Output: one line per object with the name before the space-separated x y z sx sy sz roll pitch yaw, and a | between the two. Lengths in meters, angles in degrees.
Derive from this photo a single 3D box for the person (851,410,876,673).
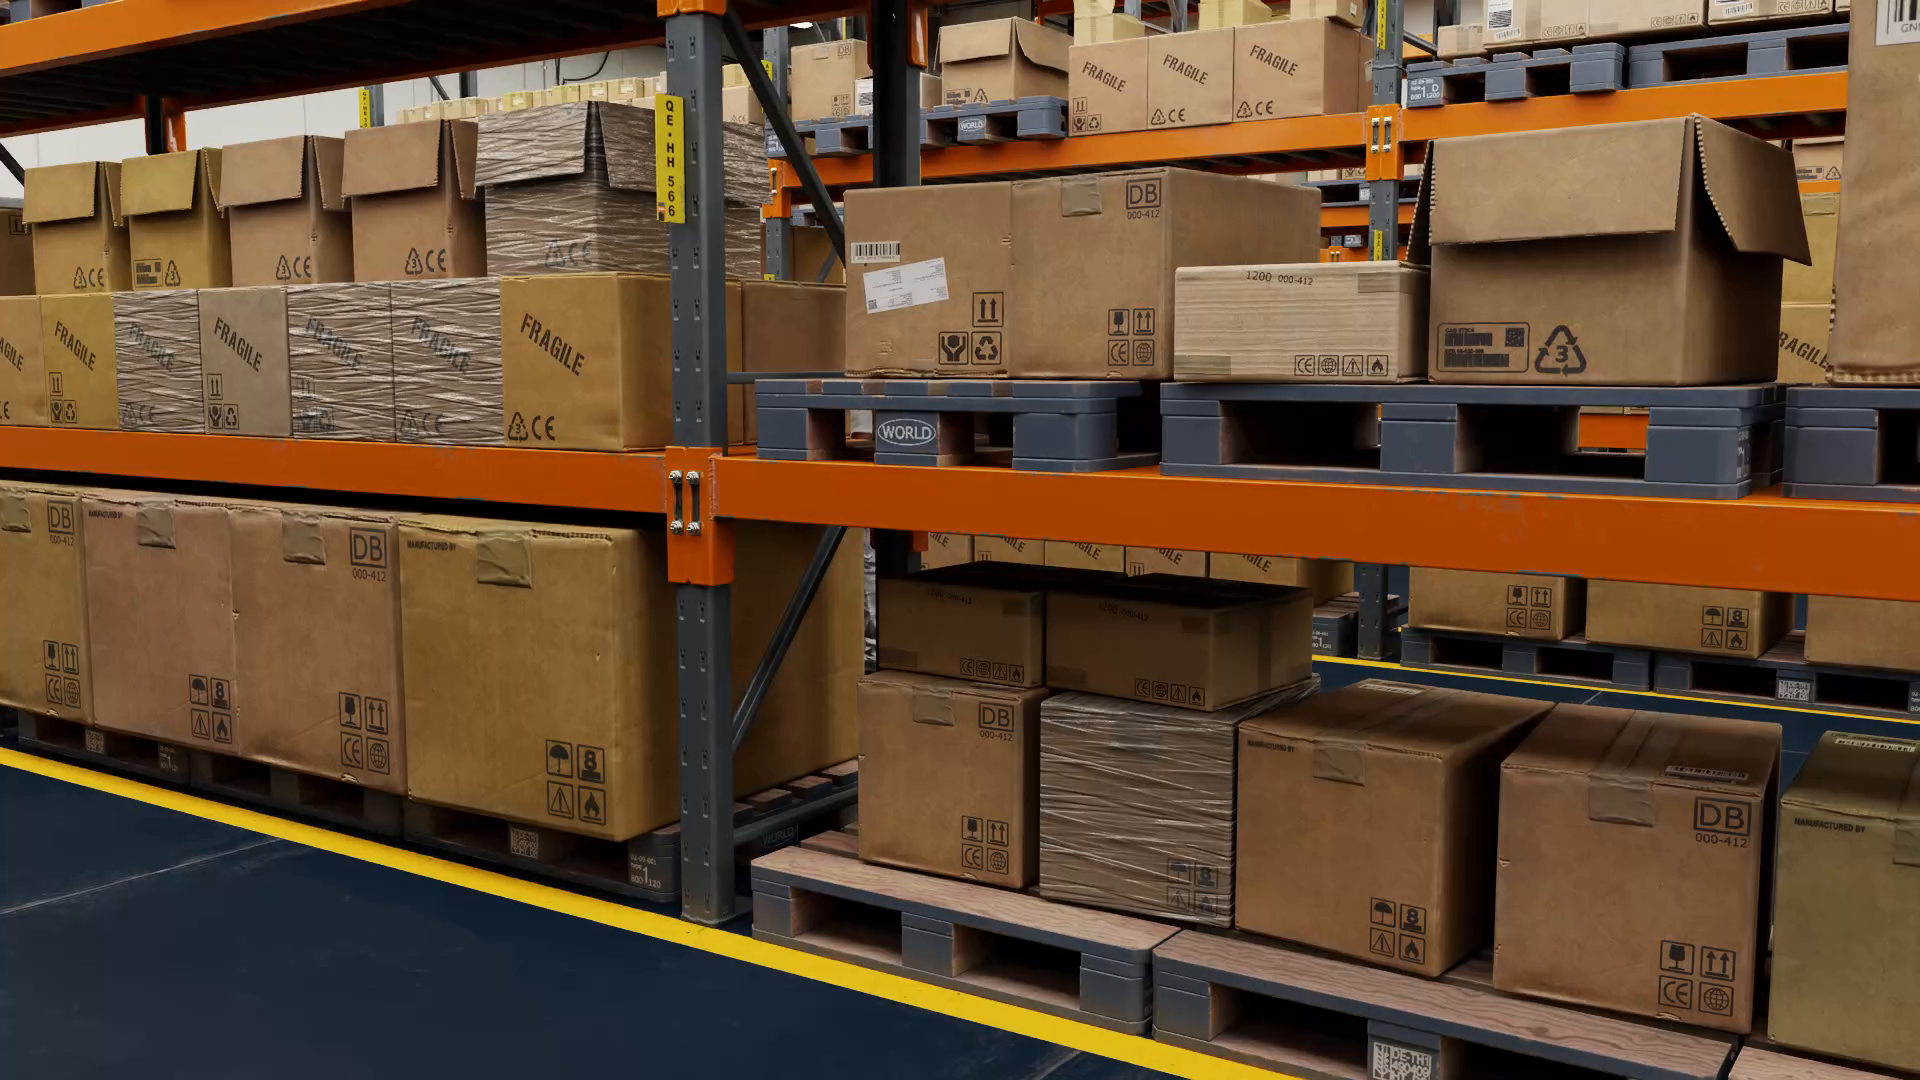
person | -0.406 -0.227 8.326 0.452 1.772 0.625 4 7 30
